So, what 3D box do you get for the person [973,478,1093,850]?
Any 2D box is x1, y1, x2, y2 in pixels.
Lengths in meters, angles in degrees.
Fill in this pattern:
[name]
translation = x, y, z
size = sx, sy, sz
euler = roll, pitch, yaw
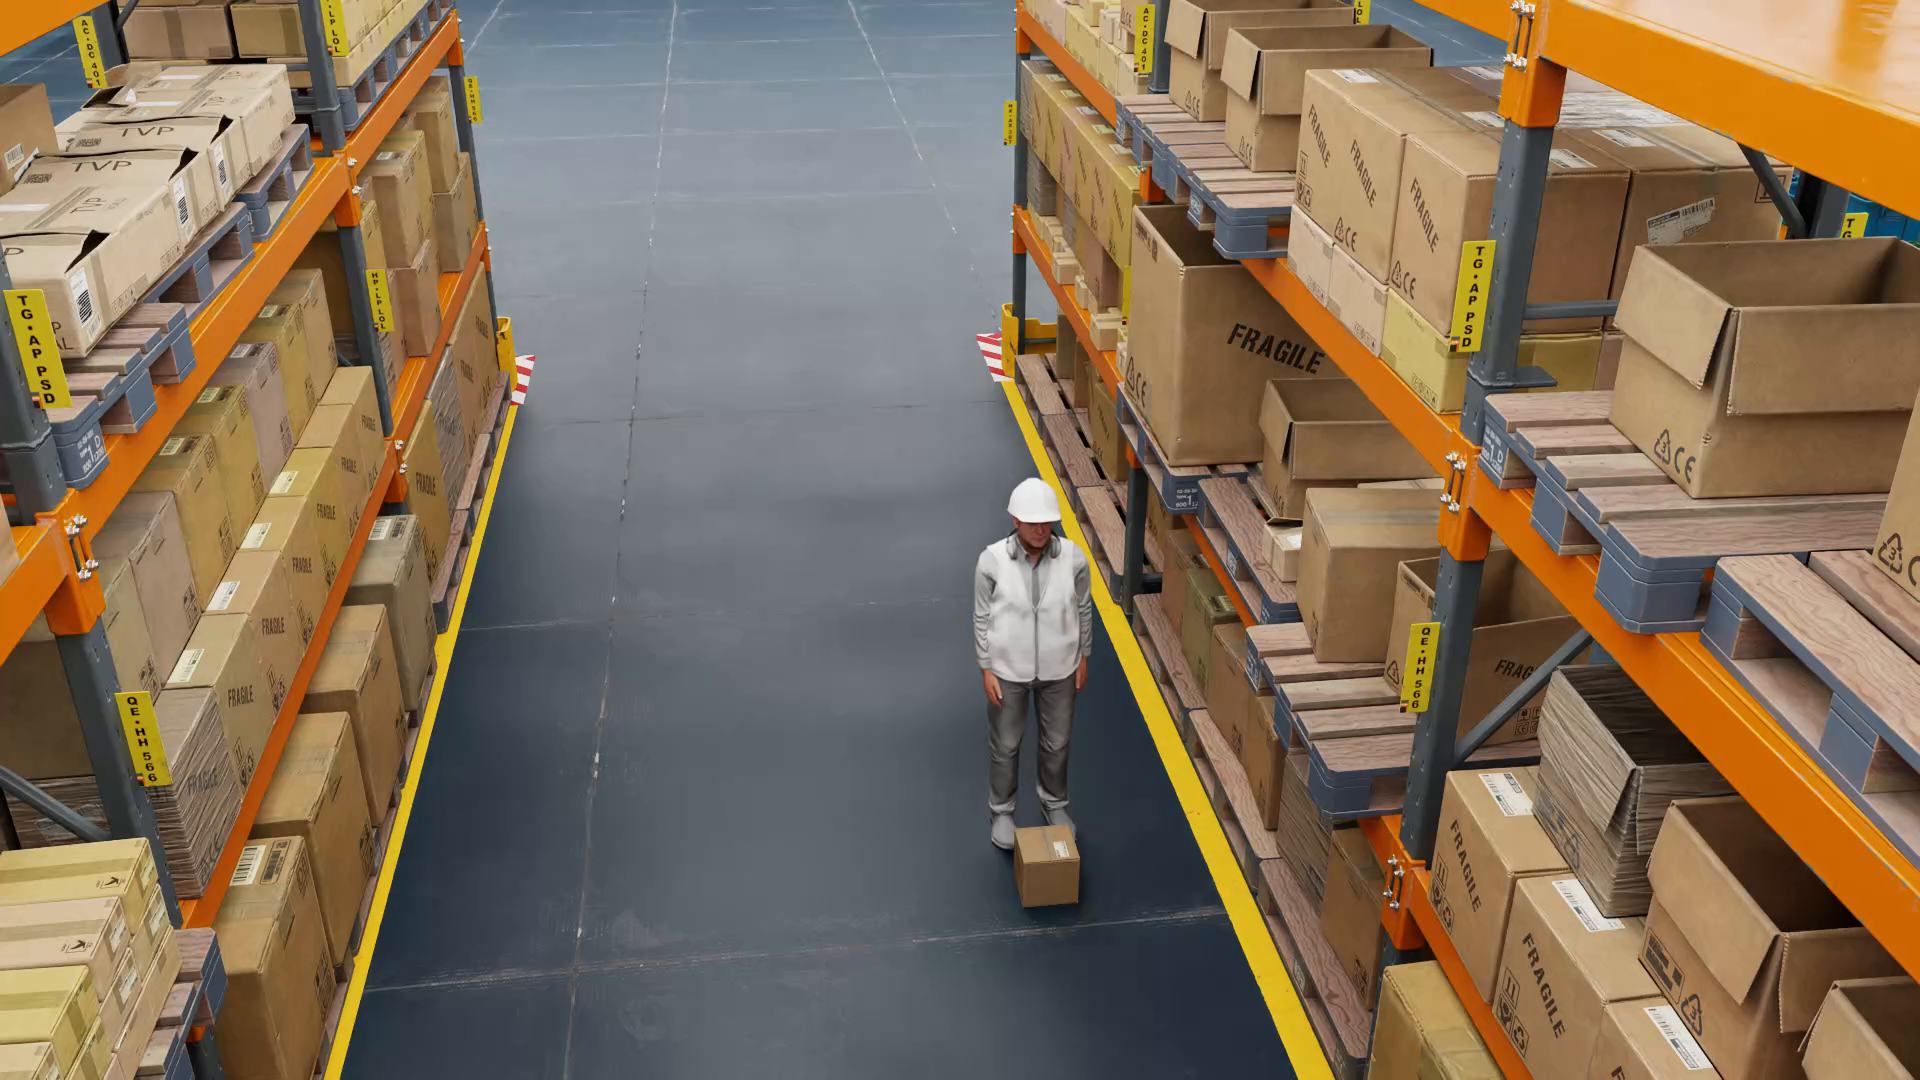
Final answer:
[person]
translation = 0.329, 0.574, 7.482
size = 0.540, 1.801, 0.378
euler = -3, 27, -6
